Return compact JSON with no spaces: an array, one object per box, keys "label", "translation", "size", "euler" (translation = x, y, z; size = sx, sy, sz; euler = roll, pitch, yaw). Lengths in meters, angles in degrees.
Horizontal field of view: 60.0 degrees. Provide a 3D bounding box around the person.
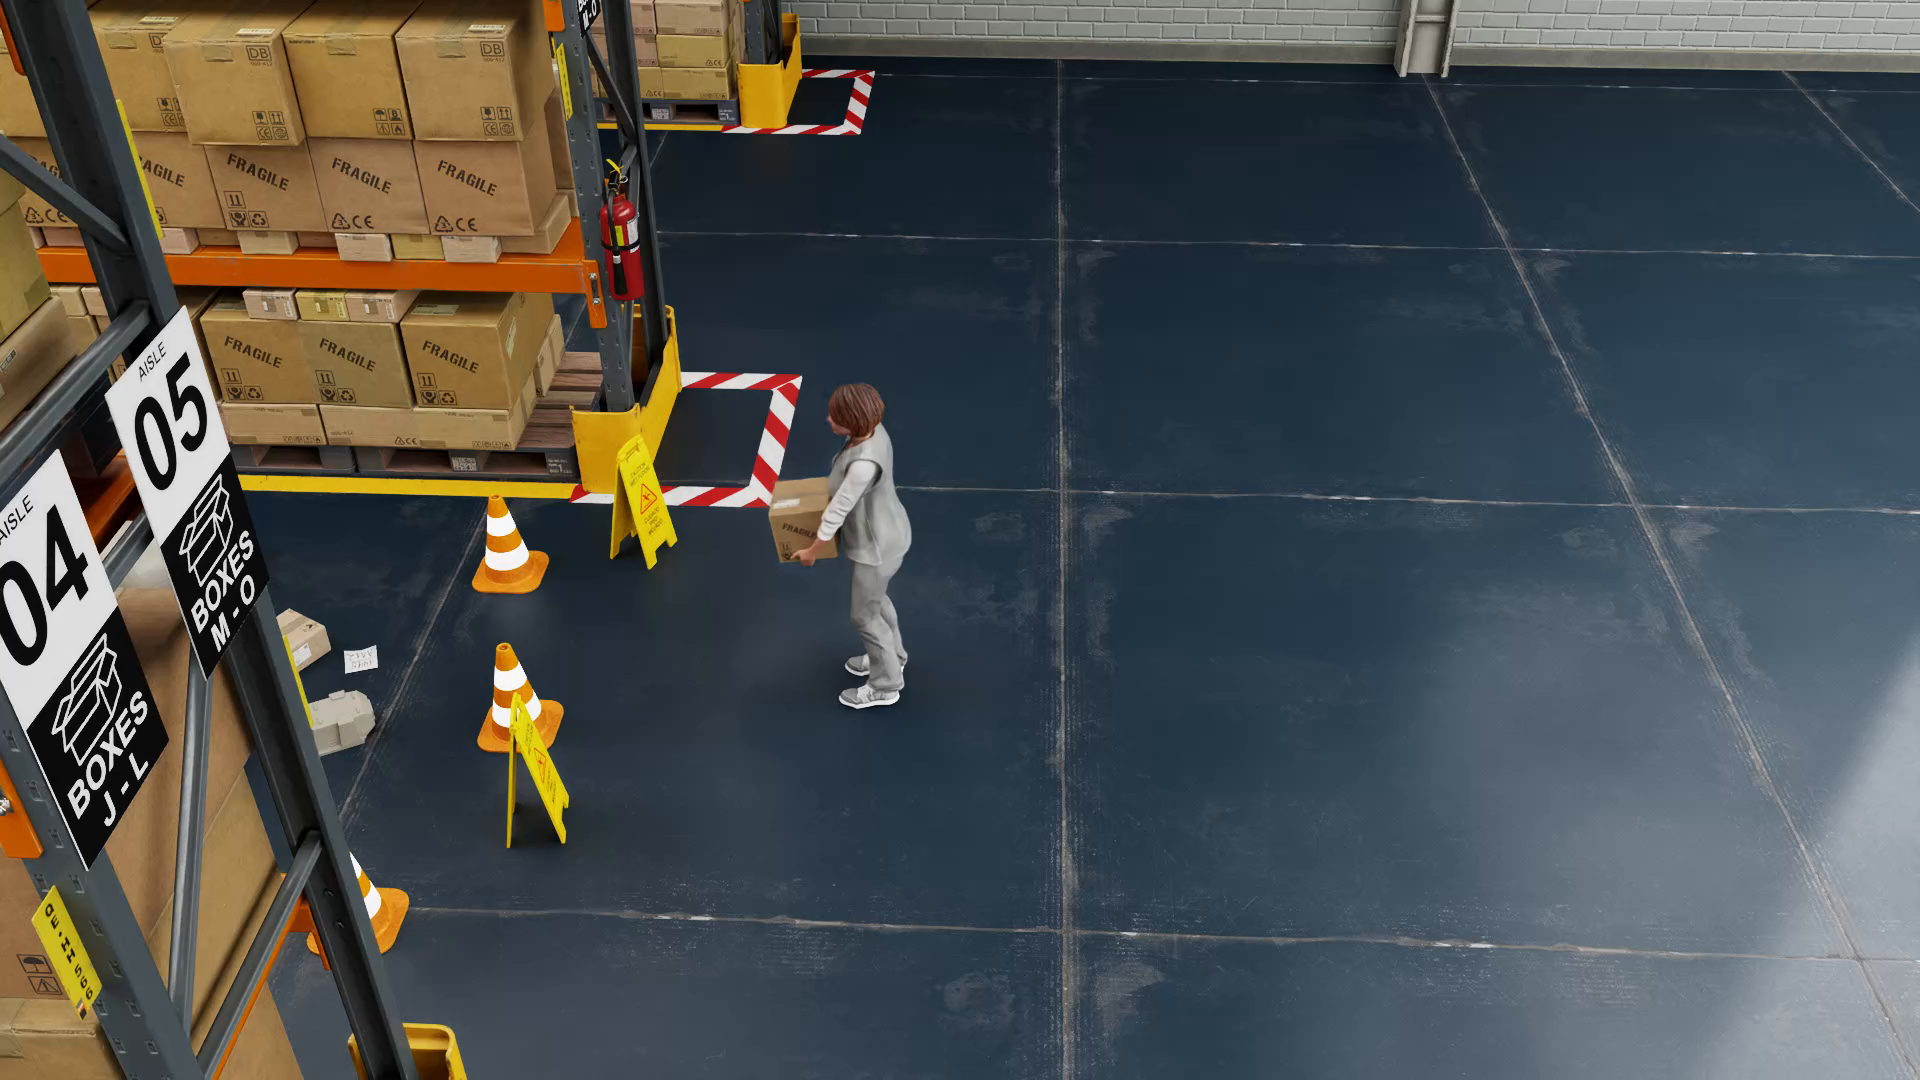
[{"label":"person","translation":[-0.459,0.022,7.097],"size":[0.508,1.596,0.375],"euler":[1,36,1]}]
